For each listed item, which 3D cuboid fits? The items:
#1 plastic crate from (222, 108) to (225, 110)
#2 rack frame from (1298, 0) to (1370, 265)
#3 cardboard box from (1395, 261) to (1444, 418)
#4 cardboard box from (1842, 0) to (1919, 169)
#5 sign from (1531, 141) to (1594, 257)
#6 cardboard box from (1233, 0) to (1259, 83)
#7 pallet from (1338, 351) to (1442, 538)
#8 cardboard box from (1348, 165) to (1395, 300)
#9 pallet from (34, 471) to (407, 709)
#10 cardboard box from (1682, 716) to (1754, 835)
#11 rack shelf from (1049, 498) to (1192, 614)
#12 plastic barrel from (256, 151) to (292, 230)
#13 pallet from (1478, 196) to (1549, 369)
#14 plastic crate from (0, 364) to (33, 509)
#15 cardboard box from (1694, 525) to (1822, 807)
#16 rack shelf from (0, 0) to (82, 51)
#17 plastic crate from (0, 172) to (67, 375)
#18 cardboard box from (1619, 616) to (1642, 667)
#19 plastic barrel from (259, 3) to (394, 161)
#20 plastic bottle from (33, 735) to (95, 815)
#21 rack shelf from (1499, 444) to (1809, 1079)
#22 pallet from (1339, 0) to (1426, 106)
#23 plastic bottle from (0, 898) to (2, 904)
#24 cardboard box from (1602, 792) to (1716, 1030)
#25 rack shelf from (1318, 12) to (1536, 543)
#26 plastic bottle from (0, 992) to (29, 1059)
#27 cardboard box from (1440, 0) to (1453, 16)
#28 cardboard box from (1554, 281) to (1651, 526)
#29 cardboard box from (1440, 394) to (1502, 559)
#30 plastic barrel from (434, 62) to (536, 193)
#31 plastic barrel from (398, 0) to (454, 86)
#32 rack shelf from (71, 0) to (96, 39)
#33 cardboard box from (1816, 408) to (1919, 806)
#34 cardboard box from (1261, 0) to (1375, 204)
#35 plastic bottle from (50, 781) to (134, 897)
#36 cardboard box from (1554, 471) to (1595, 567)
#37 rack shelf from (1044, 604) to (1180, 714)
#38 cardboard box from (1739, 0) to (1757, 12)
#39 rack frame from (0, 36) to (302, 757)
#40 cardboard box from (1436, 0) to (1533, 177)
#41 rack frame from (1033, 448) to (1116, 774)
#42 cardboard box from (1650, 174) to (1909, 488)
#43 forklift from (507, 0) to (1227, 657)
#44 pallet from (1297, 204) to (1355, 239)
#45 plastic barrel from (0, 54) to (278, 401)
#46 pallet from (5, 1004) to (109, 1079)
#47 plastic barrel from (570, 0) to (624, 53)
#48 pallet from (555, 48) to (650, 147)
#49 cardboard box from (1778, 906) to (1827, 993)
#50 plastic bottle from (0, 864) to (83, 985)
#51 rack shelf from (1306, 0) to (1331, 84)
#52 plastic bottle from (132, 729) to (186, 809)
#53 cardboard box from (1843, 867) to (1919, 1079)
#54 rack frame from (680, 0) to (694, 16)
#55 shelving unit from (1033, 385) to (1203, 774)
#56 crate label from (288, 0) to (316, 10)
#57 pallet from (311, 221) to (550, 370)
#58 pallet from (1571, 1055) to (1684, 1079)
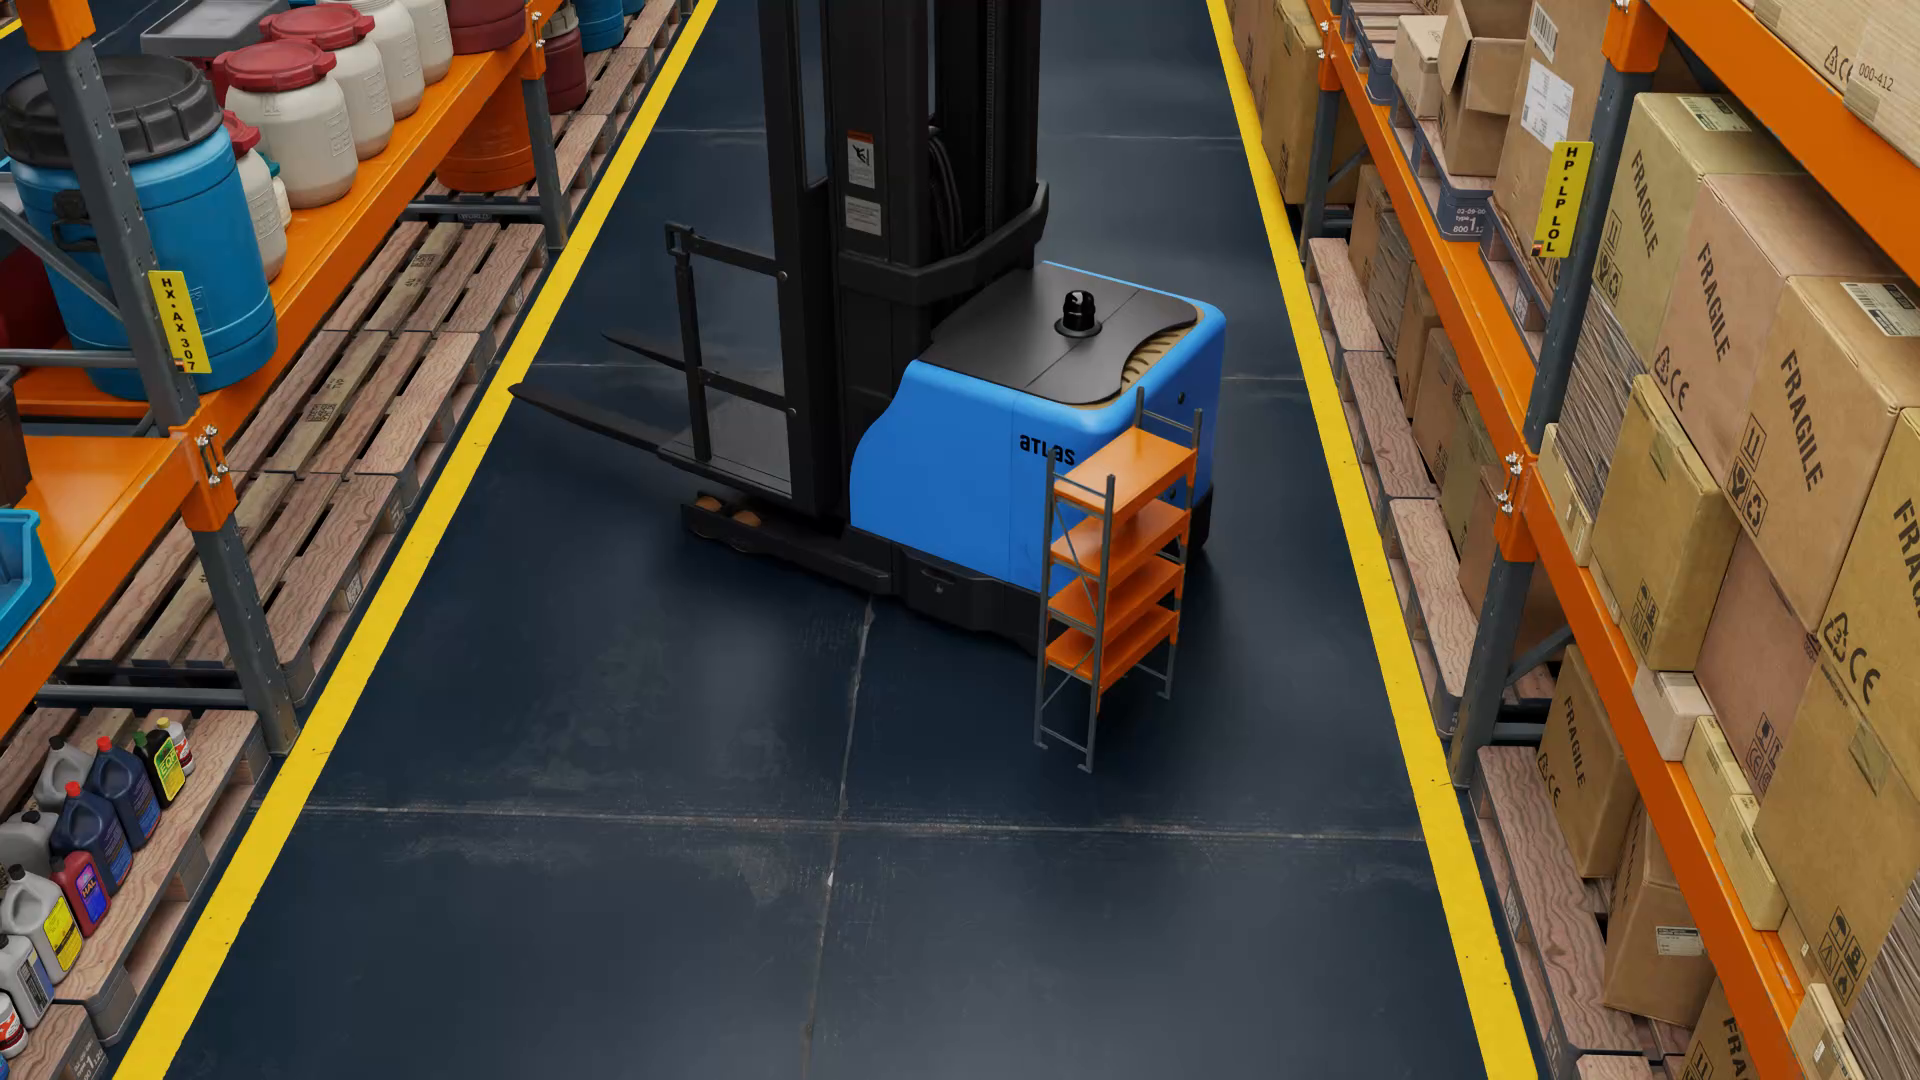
[{"bbox_3d":[-3.008,-1.452,6.391,0.450,0.188,0.662,1,35,2],"label":"plastic crate"},{"bbox_3d":[2.313,-2.715,8.005,1.000,3.000,0.127,1,35,2],"label":"rack frame"},{"bbox_3d":[2.281,-0.842,7.131,0.700,0.500,0.500,4,35,6],"label":"cardboard box"},{"bbox_3d":[1.832,-0.741,2.717,0.500,0.250,0.500,0,35,0],"label":"cardboard box"},{"bbox_3d":[1.598,-0.901,4.417,0.100,0.325,0.005,1,35,2],"label":"sign"},{"bbox_3d":[2.433,-3.434,10.510,1.225,0.875,0.875,0,35,0],"label":"cardboard box"},{"bbox_3d":[2.229,-0.426,7.173,1.003,0.211,1.213,1,35,2],"label":"pallet"},{"bbox_3d":[2.306,-1.487,8.049,0.700,0.500,0.500,0,35,-1],"label":"cardboard box"},{"bbox_3d":[-2.803,0.157,6.342,1.003,0.211,1.213,1,35,2],"label":"pallet"},{"bbox_3d":[1.818,0.521,3.618,0.380,0.149,0.250,1,35,2],"label":"cardboard box"},{"bbox_3d":[0.512,0.019,5.405,0.258,0.148,0.480,25,42,30],"label":"rack shelf"},{"bbox_3d":[-2.590,-1.232,6.014,0.301,0.262,0.301,0,35,0],"label":"plastic barrel"},{"bbox_3d":[2.329,-0.774,5.410,1.003,0.211,1.213,1,35,2],"label":"pallet"},{"bbox_3d":[-2.944,-0.208,4.491,0.767,0.338,0.504,1,35,2],"label":"plastic crate"},{"bbox_3d":[2.098,0.254,3.435,0.875,0.500,0.500,1,35,2],"label":"cardboard box"},{"bbox_3d":[-2.877,-0.315,2.607,1.077,0.370,4.000,1,35,2],"label":"rack shelf"},{"bbox_3d":[-3.083,-0.843,5.285,0.402,0.464,0.583,1,35,2],"label":"plastic crate"},{"bbox_3d":[1.838,0.234,4.027,0.380,0.149,0.250,1,35,2],"label":"cardboard box"},{"bbox_3d":[-2.492,-1.802,6.587,0.433,0.535,0.433,0,35,0],"label":"plastic barrel"},{"bbox_3d":[-2.678,0.746,5.001,0.144,0.351,0.185,1,35,2],"label":"plastic bottle"},{"bbox_3d":[2.072,1.026,3.307,1.077,0.370,4.000,1,35,2],"label":"rack shelf"},{"bbox_3d":[2.391,-2.225,7.474,1.213,0.211,1.003,1,35,2],"label":"pallet"},{"bbox_3d":[-2.658,1.085,4.577,0.061,0.283,0.133,1,35,2],"label":"plastic bottle"},{"bbox_3d":[2.081,0.992,4.538,0.500,0.500,0.500,12,37,17],"label":"cardboard box"},{"bbox_3d":[2.233,-1.272,6.576,1.077,0.370,4.000,1,35,2],"label":"rack shelf"},{"bbox_3d":[-2.543,1.268,4.388,0.097,0.201,0.097,0,35,0],"label":"plastic bottle"},{"bbox_3d":[2.409,-2.294,6.953,0.700,0.500,0.500,6,36,9],"label":"cardboard box"},{"bbox_3d":[2.073,-0.323,4.255,0.875,0.500,0.500,1,35,2],"label":"cardboard box"},{"bbox_3d":[2.237,-0.200,6.217,0.700,0.500,0.500,1,35,2],"label":"cardboard box"},{"bbox_3d":[-2.633,-2.395,9.071,0.600,0.830,0.708,1,35,2],"label":"plastic barrel"},{"bbox_3d":[-2.463,-2.279,7.287,0.421,0.512,0.421,0,35,0],"label":"plastic barrel"},{"bbox_3d":[-2.716,-2.613,5.877,1.077,0.370,4.000,1,35,2],"label":"rack shelf"},{"bbox_3d":[1.832,0.126,2.747,0.500,0.500,0.500,1,35,2],"label":"cardboard box"},{"bbox_3d":[2.362,-2.414,9.058,1.225,0.875,0.875,0,35,0],"label":"cardboard box"},{"bbox_3d":[-2.542,0.859,4.840,0.144,0.351,0.185,0,35,0],"label":"plastic bottle"},{"bbox_3d":[1.821,-0.054,4.437,0.380,0.149,0.250,1,35,2],"label":"cardboard box"},{"bbox_3d":[0.508,0.362,5.650,0.258,0.148,0.480,25,42,30],"label":"rack shelf"},{"bbox_3d":[1.879,-1.330,3.556,0.500,0.250,0.500,0,35,0],"label":"cardboard box"},{"bbox_3d":[-2.796,-0.531,4.897,1.000,3.000,0.127,1,35,2],"label":"rack frame"},{"bbox_3d":[2.130,-1.629,6.004,0.797,0.503,0.637,5,35,7],"label":"cardboard box"},{"bbox_3d":[0.358,0.256,5.340,0.240,1.200,0.015,25,42,30],"label":"rack frame"},{"bbox_3d":[1.862,-0.449,3.565,0.500,0.500,0.500,1,35,2],"label":"cardboard box"},{"bbox_3d":[-0.530,-1.387,6.175,3.031,2.935,1.130,20,40,25],"label":"forklift"},{"bbox_3d":[2.420,-2.025,9.448,1.003,0.211,1.213,1,35,2],"label":"pallet"},{"bbox_3d":[-2.478,-0.951,5.059,0.600,0.901,0.708,1,35,2],"label":"plastic barrel"},{"bbox_3d":[-2.911,1.697,4.152,1.003,0.211,1.213,1,35,2],"label":"pallet"},{"bbox_3d":[-2.542,-3.722,10.897,0.600,0.901,0.708,1,35,2],"label":"plastic barrel"},{"bbox_3d":[-2.594,-2.842,10.610,1.003,0.211,1.213,1,35,2],"label":"pallet"},{"bbox_3d":[1.832,0.809,3.208,0.380,0.149,0.250,1,35,2],"label":"cardboard box"},{"bbox_3d":[-2.555,1.045,4.576,0.144,0.351,0.185,1,35,2],"label":"plastic bottle"},{"bbox_3d":[2.394,-3.570,9.846,1.077,0.370,4.000,1,35,2],"label":"rack shelf"},{"bbox_3d":[-2.486,0.684,5.148,0.061,0.283,0.133,3,35,4],"label":"plastic bottle"},{"bbox_3d":[2.005,0.827,2.619,0.875,0.500,0.500,1,35,2],"label":"cardboard box"},{"bbox_3d":[-2.475,-5.128,11.437,1.000,3.000,0.127,1,35,2],"label":"rack frame"},{"bbox_3d":[0.511,0.146,5.496,0.258,1.200,0.503,25,42,30],"label":"shelving unit"},{"bbox_3d":[-2.946,-2.279,7.354,0.502,0.435,0.616,1,35,2],"label":"crate label"},{"bbox_3d":[-2.705,-1.244,8.337,1.003,0.211,1.213,1,35,2],"label":"pallet"},{"bbox_3d":[2.115,1.813,3.986,1.003,0.211,1.213,1,35,2],"label":"pallet"}]
